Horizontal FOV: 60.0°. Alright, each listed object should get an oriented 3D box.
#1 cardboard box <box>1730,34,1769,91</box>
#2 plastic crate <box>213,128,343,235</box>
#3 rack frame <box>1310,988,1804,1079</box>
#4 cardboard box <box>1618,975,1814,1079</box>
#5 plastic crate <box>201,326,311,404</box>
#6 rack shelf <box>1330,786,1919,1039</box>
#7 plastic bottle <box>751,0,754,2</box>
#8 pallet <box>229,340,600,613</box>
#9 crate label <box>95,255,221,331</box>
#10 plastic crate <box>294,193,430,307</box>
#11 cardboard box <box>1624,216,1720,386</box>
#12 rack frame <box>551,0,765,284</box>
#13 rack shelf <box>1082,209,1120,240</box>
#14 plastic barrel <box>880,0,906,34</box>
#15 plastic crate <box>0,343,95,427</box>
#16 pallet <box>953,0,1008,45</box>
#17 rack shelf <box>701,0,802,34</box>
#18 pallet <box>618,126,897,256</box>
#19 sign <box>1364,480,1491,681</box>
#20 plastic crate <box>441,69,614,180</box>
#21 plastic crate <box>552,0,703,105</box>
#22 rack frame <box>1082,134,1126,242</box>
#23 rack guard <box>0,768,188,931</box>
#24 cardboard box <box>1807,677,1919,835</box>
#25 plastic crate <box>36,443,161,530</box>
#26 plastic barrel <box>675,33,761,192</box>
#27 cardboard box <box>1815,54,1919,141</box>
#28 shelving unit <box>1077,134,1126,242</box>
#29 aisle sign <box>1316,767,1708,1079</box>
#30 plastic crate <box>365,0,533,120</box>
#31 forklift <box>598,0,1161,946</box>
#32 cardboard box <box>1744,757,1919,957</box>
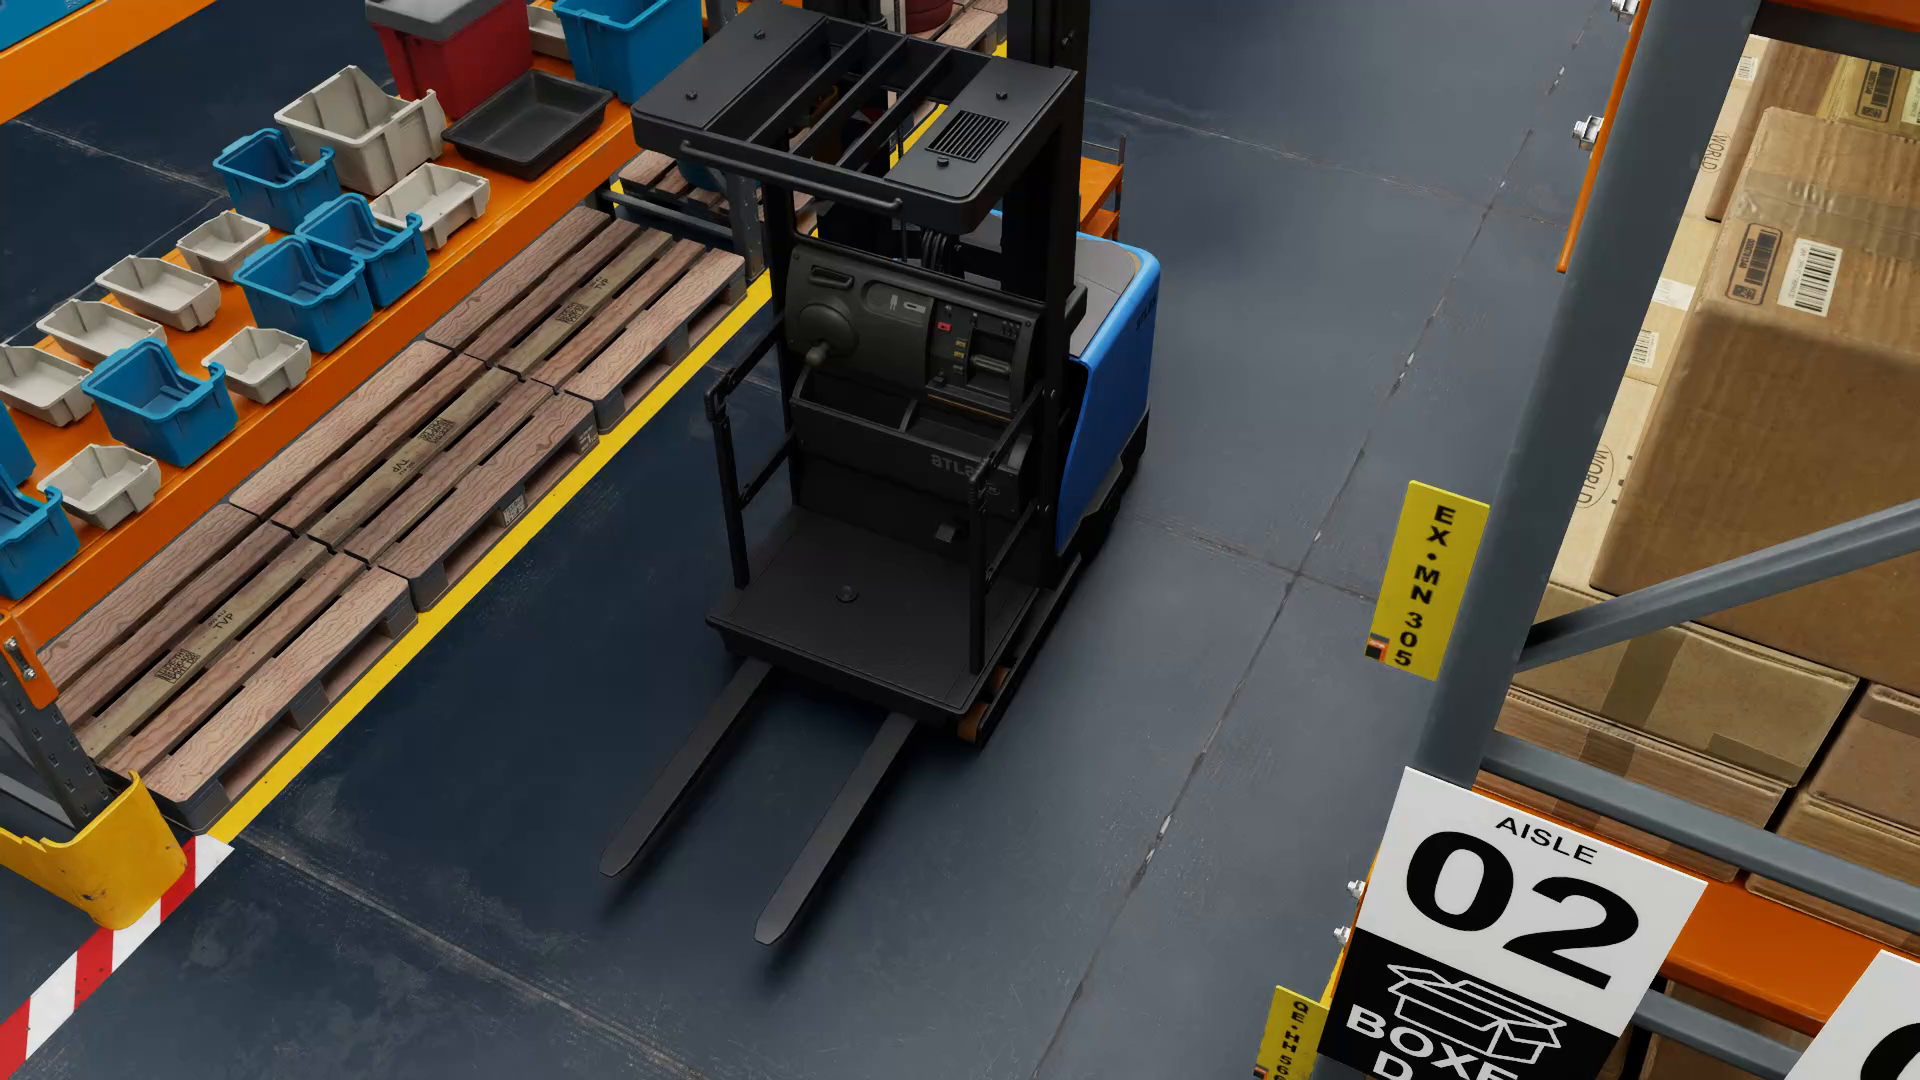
[{"bbox_3d":[1.783,-0.911,3.467,0.500,0.250,0.500,20,49,19],"label":"cardboard box"},{"bbox_3d":[-2.583,-1.359,6.339,0.416,0.233,0.300,20,49,19],"label":"plastic crate"},{"bbox_3d":[1.077,1.620,3.320,1.000,3.000,0.127,20,49,19],"label":"rack frame"},{"bbox_3d":[1.516,1.041,3.119,0.500,0.500,0.500,22,49,20],"label":"cardboard box"},{"bbox_3d":[-2.365,-0.595,5.653,0.250,0.136,0.298,20,49,19],"label":"plastic crate"},{"bbox_3d":[2.005,-0.442,3.754,1.077,0.370,4.000,20,49,19],"label":"rack shelf"},{"bbox_3d":[-0.904,-2.587,7.560,0.061,0.283,0.133,20,49,19],"label":"plastic bottle"},{"bbox_3d":[-2.324,-0.310,7.188,1.003,0.211,1.213,20,49,19],"label":"pallet"},{"bbox_3d":[-2.836,-0.881,5.935,0.396,0.136,0.243,20,49,19],"label":"crate label"},{"bbox_3d":[-2.152,-1.046,6.030,0.416,0.233,0.300,20,49,19],"label":"plastic crate"},{"bbox_3d":[1.321,-0.281,2.843,0.500,0.250,0.500,20,49,19],"label":"cardboard box"},{"bbox_3d":[-1.452,-2.538,7.429,1.000,3.000,0.127,20,49,19],"label":"rack frame"},{"bbox_3d":[0.486,-1.276,7.228,0.258,0.148,0.480,19,48,18],"label":"rack shelf"},{"bbox_3d":[-0.514,-2.920,9.261,0.421,0.512,0.421,0,45,0],"label":"plastic barrel"},{"bbox_3d":[-3.091,-0.520,5.578,0.396,0.136,0.243,20,49,19],"label":"plastic crate"},{"bbox_3d":[0.076,-3.567,10.407,1.003,0.211,1.213,20,49,19],"label":"pallet"},{"bbox_3d":[-0.524,-3.545,8.930,1.077,0.370,4.000,20,49,19],"label":"rack shelf"},{"bbox_3d":[-1.057,-2.030,8.888,1.003,0.211,1.213,20,49,19],"label":"pallet"},{"bbox_3d":[0.595,0.058,2.132,0.100,0.325,0.005,20,49,19],"label":"sign"},{"bbox_3d":[-1.734,-1.668,6.721,0.437,0.125,0.590,20,49,19],"label":"plastic crate"},{"bbox_3d":[-1.367,-2.147,7.012,0.392,0.384,0.575,20,49,19],"label":"plastic crate"},{"bbox_3d":[0.591,-1.323,7.494,0.240,1.200,0.015,19,48,18],"label":"rack frame"},{"bbox_3d":[-3.308,0.880,5.809,1.175,0.500,0.348,20,49,19],"label":"rack guard"},{"bbox_3d":[1.546,0.205,2.364,0.500,0.250,0.500,20,49,19],"label":"cardboard box"},{"bbox_3d":[-2.680,-0.168,5.230,0.250,0.136,0.298,20,49,19],"label":"plastic crate"},{"bbox_3d":[-1.184,-2.285,8.359,0.600,0.901,0.708,20,49,19],"label":"plastic barrel"},{"bbox_3d":[1.608,-0.437,2.471,0.700,0.500,0.500,20,49,19],"label":"cardboard box"},{"bbox_3d":[0.486,-1.167,7.339,0.258,1.200,0.503,19,48,18],"label":"shelving unit"},{"bbox_3d":[0.774,0.648,2.453,0.394,0.787,0.004,20,49,19],"label":"aisle sign"},{"bbox_3d":[-2.089,-2.102,6.911,0.402,0.464,0.583,20,49,19],"label":"plastic crate"},{"bbox_3d":[-0.271,-0.627,5.588,1.130,2.935,3.031,19,48,18],"label":"forklift"},{"bbox_3d":[1.540,0.378,2.543,0.500,0.250,0.500,20,49,19],"label":"cardboard box"}]
